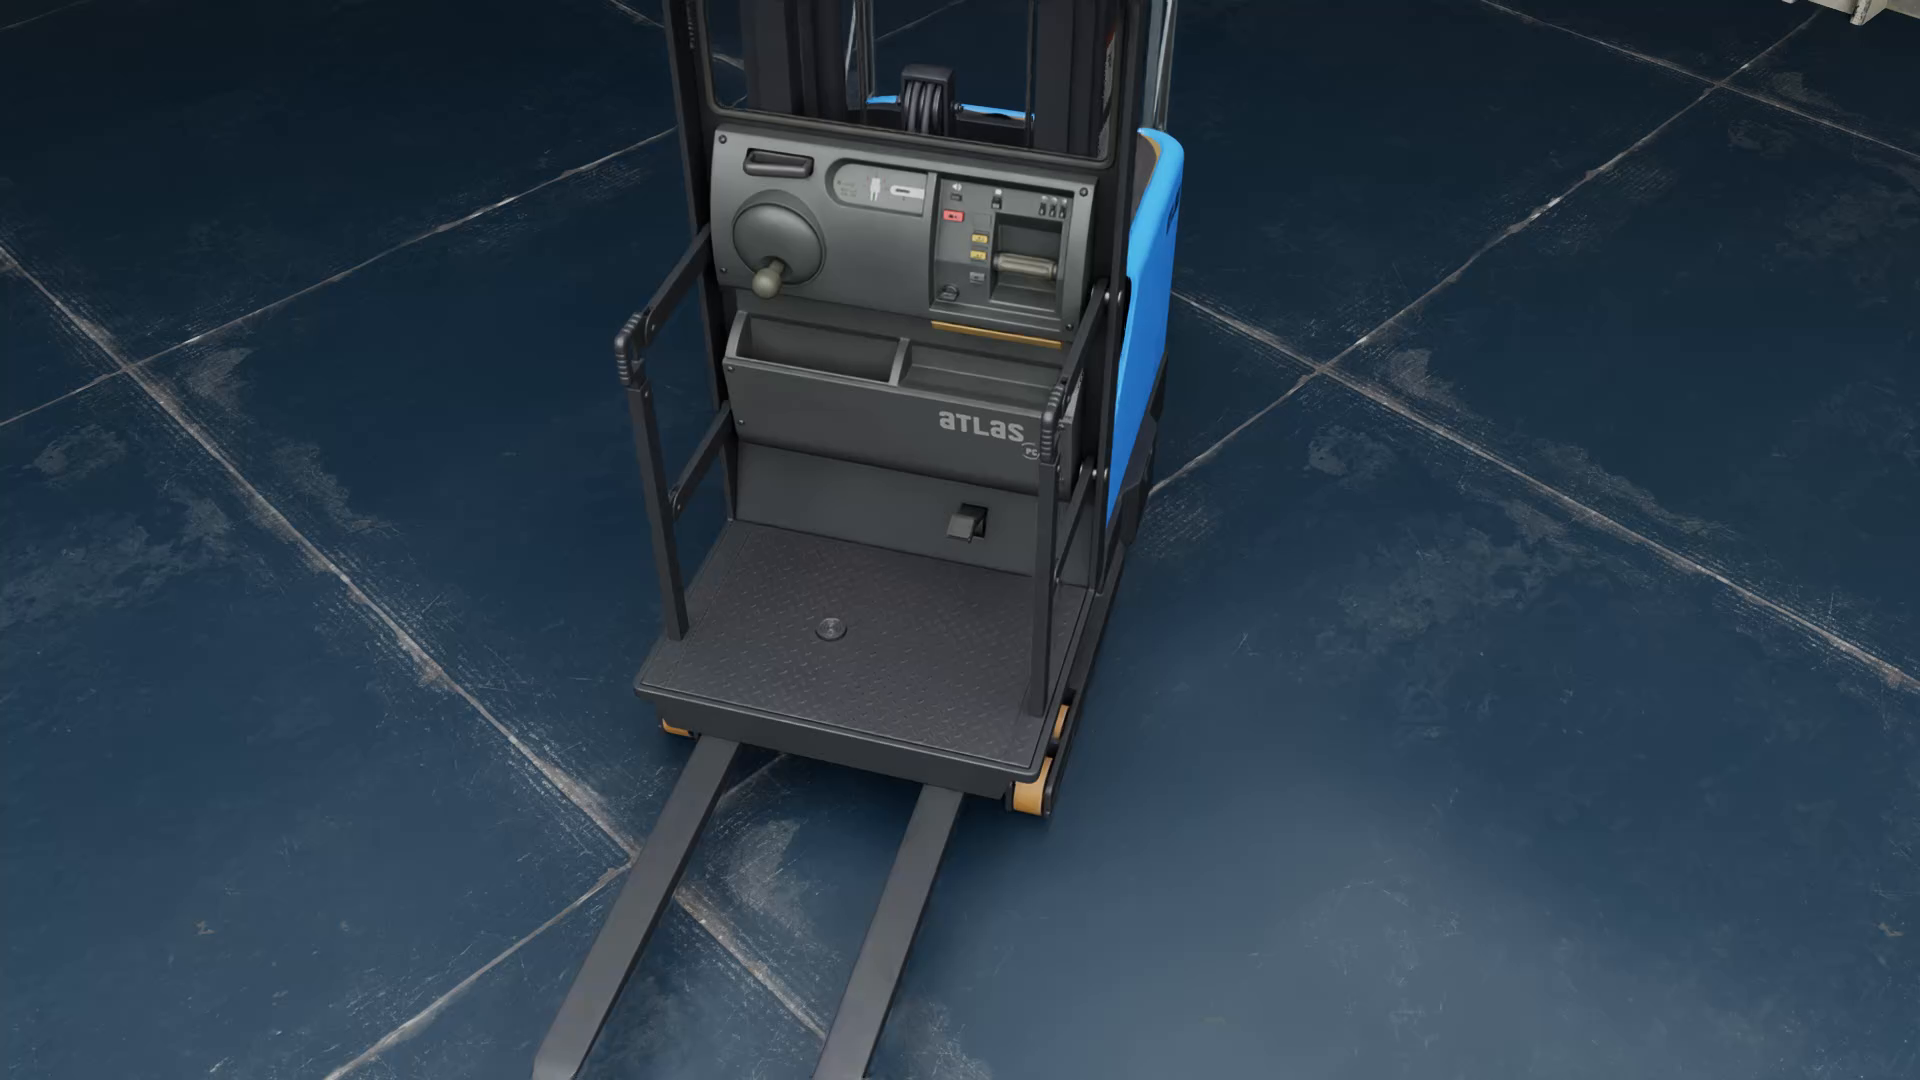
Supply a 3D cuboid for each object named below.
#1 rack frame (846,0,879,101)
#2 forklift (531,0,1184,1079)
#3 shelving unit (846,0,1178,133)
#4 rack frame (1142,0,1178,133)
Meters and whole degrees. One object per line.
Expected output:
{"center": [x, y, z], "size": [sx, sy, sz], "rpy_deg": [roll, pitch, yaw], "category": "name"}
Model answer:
{"center": [-0.357, -1.411, 5.671], "size": [0.032, 1.500, 0.500], "rpy_deg": [9, 43, 10], "category": "rack frame"}
{"center": [-0.204, -0.643, 3.786], "size": [1.130, 2.935, 3.031], "rpy_deg": [11, 44, 12], "category": "forklift"}
{"center": [0.148, -1.332, 5.585], "size": [1.083, 1.500, 0.587], "rpy_deg": [9, 43, 10], "category": "shelving unit"}
{"center": [0.634, -1.256, 5.503], "size": [0.032, 1.500, 0.500], "rpy_deg": [9, 43, 10], "category": "rack frame"}
